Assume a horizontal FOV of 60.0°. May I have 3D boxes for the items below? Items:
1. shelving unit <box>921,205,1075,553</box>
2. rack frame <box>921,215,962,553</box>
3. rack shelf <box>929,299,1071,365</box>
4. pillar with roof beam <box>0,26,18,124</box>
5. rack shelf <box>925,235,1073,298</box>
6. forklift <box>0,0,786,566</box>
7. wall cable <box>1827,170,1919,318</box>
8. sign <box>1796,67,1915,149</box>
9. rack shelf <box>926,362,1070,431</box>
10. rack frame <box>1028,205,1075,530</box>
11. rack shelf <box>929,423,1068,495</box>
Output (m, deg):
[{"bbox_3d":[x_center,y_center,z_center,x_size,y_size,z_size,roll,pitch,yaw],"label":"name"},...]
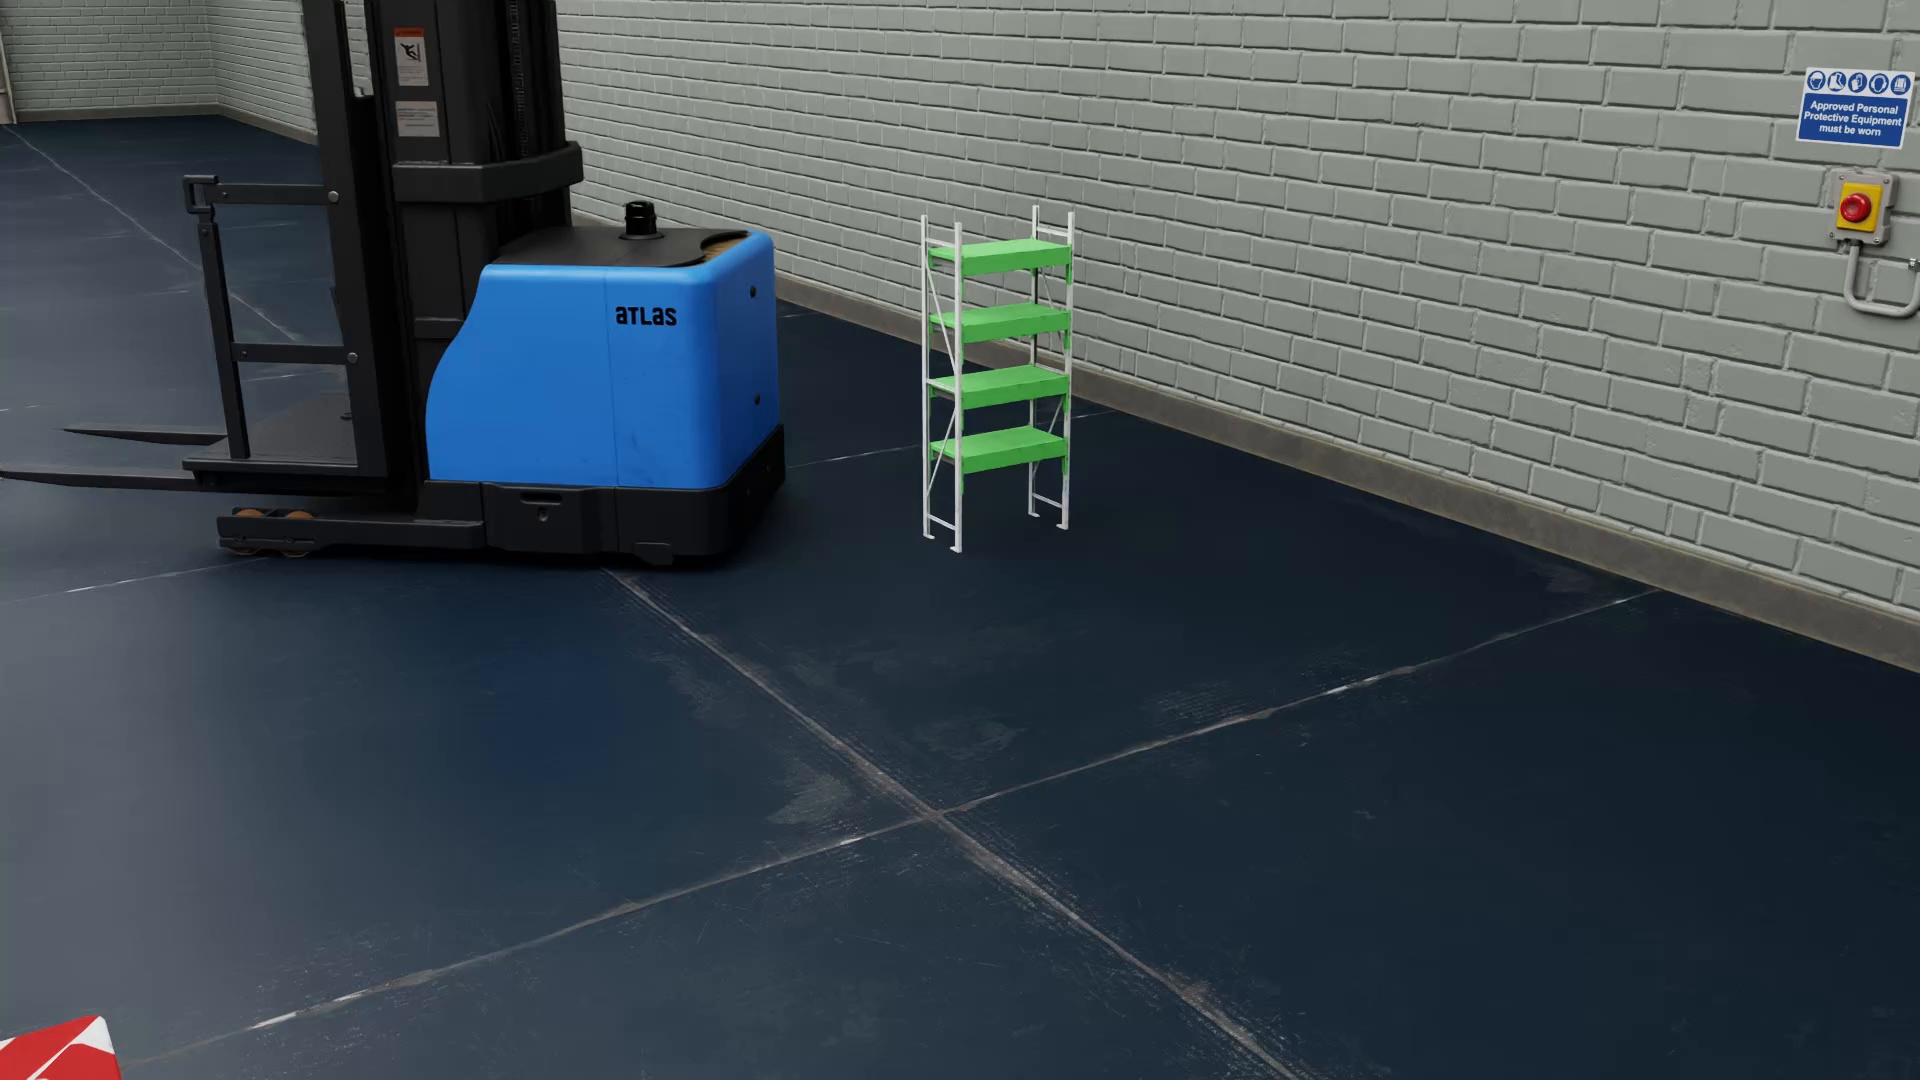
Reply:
[{"bbox_3d":[0.138,-0.598,6.139,0.503,1.200,0.258,-12,22,-31],"label":"shelving unit"},{"bbox_3d":[-0.066,-0.555,6.012,0.015,1.200,0.240,-12,22,-31],"label":"rack frame"},{"bbox_3d":[0.138,-0.764,6.082,0.480,0.148,0.258,-12,22,-31],"label":"rack shelf"},{"bbox_3d":[-11.544,-9.156,19.277,0.400,9.000,9.100,-12,22,-31],"label":"pillar with roof beam"},{"bbox_3d":[0.138,-0.992,6.006,0.480,0.148,0.258,-12,22,-31],"label":"rack shelf"},{"bbox_3d":[-2.264,-1.488,6.071,3.031,2.935,1.130,2,19,7],"label":"forklift"},{"bbox_3d":[2.629,-1.629,4.743,0.123,1.953,0.585,-12,22,-31],"label":"wall cable"},{"bbox_3d":[2.653,-1.284,4.938,0.001,0.218,0.327,-12,22,-31],"label":"sign"},{"bbox_3d":[0.138,-0.537,6.159,0.480,0.148,0.258,-12,22,-31],"label":"rack shelf"},{"bbox_3d":[0.342,-0.641,6.266,0.015,1.200,0.240,-12,22,-31],"label":"rack frame"},{"bbox_3d":[0.138,-0.310,6.236,0.480,0.148,0.258,-12,22,-31],"label":"rack shelf"}]
